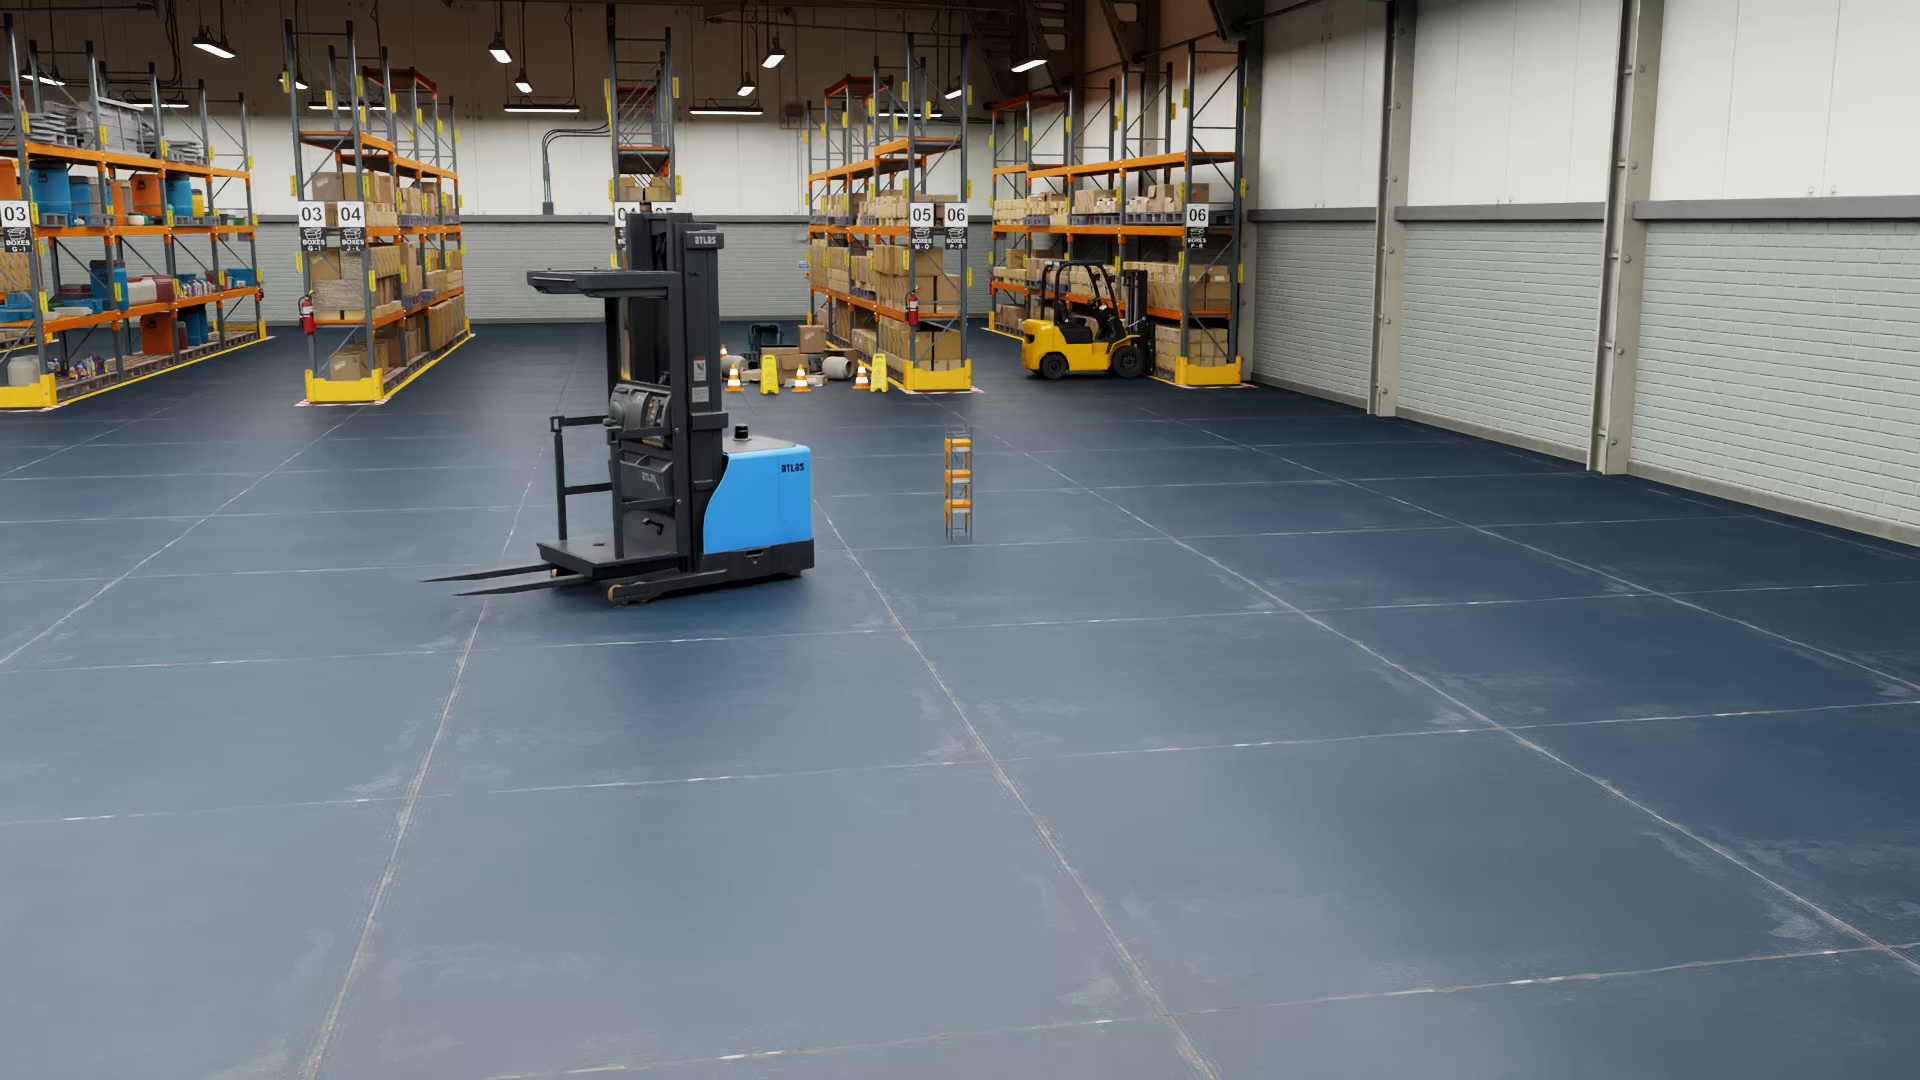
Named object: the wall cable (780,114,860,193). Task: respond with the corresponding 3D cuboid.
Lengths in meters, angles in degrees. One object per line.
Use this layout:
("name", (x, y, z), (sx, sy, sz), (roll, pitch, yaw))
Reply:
("wall cable", (-4.138, -11.072, 49.354), (2.355, 3.000, 0.029), (-2, 11, -11))

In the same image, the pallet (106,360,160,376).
("pallet", (-16.170, -3.320, 32.131), (1.003, 0.211, 1.213), (-2, 11, -11))

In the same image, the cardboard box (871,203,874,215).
("cardboard box", (-1.508, -6.665, 33.501), (0.500, 0.250, 0.500), (-2, 11, -10))

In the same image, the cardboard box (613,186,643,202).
("cardboard box", (-5.586, -5.813, 27.961), (0.500, 0.250, 0.500), (-2, 11, -10))

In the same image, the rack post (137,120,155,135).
("rack post", (-16.764, -8.397, 33.920), (0.624, 0.289, 0.986), (-2, 11, -11))

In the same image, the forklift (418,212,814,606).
("forklift", (-2.673, -1.048, 12.917), (3.031, 2.935, 1.130), (-8, 14, -37))

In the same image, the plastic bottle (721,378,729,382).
("plastic bottle", (-4.249, -2.943, 30.551), (0.283, 0.061, 0.133), (-6, 13, -31))

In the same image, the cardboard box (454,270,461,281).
("cardboard box", (-12.761, -6.605, 41.534), (0.500, 0.250, 0.500), (-2, 11, -12))

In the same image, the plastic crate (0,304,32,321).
("plastic crate", (-15.472, -3.717, 27.155), (0.499, 0.251, 0.408), (-2, 11, -11))

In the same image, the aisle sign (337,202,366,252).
("aisle sign", (-9.796, -5.047, 26.789), (0.394, 0.787, 0.004), (-2, 11, -11))

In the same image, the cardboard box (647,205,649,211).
("cardboard box", (-6.013, -6.537, 32.834), (0.380, 0.149, 0.250), (-2, 11, -11))

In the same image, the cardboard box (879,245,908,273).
("cardboard box", (-1.137, -5.274, 31.201), (0.700, 0.500, 0.500), (-2, 11, -12))

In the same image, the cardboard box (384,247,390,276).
("cardboard box", (-10.234, -4.842, 28.932), (0.500, 0.500, 0.500), (-2, 11, -11))

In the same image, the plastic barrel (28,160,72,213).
("plastic barrel", (-15.650, -6.063, 28.597), (0.600, 0.901, 0.708), (-2, 11, -11))

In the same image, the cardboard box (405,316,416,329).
("cardboard box", (-11.498, -4.472, 34.226), (0.500, 0.250, 0.500), (-2, 11, -9))

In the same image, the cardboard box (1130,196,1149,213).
("cardboard box", (3.632, -6.569, 32.566), (0.500, 0.311, 0.500), (-2, 11, -10))

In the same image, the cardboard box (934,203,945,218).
("cardboard box", (-0.218, -5.778, 29.170), (0.500, 0.250, 0.500), (-2, 11, -12))

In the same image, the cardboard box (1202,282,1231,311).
("cardboard box", (4.663, -4.462, 30.401), (0.500, 0.500, 0.500), (-2, 11, -9))

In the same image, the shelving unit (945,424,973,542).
("shelving unit", (-0.010, -0.526, 15.203), (0.215, 1.050, 0.252), (-2, 11, -11))

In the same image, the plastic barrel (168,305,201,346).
("plastic barrel", (-17.067, -4.736, 36.599), (0.600, 0.901, 0.708), (-2, 11, -11))

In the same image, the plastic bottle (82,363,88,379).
("plastic bottle", (-15.133, -2.928, 28.731), (0.097, 0.271, 0.097), (0, 11, 0))

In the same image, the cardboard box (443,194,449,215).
("cardboard box", (-12.710, -8.090, 40.052), (0.700, 0.500, 0.500), (-2, 11, -9))

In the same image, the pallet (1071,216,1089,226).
("pallet", (3.151, -7.038, 36.690), (1.213, 0.211, 1.003), (-2, 11, -8))

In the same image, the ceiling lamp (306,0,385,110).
("ceiling lamp", (-16.124, -12.923, 43.467), (2.000, 3.185, 0.800), (-2, 11, -11))

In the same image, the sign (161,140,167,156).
("sign", (-15.978, -7.867, 33.379), (0.100, 0.325, 0.005), (-2, 11, -11))

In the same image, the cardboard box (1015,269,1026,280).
("cardboard box", (1.703, -6.761, 42.354), (0.500, 0.250, 0.500), (-2, 11, -11))

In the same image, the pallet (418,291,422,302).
("pallet", (-11.233, -4.781, 32.862), (1.003, 0.211, 1.213), (-2, 11, -11))

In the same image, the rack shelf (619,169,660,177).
("rack shelf", (-7.162, -8.163, 37.065), (1.077, 0.370, 4.000), (-2, 11, -11))

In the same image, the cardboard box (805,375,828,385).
("cardboard box", (-2.617, -2.897, 30.071), (0.380, 0.149, 0.250), (4, 11, 18))

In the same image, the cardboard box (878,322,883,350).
("cardboard box", (-1.309, -3.970, 32.310), (0.500, 0.500, 0.500), (-2, 11, -8))

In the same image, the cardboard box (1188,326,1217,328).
("cardboard box", (4.478, -3.845, 30.985), (0.500, 0.250, 0.500), (-2, 11, -11))

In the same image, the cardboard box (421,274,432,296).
("cardboard box", (-11.486, -5.385, 35.255), (0.500, 0.500, 0.500), (-2, 11, -9))

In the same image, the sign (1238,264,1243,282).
("sign", (5.032, -4.795, 29.892), (0.100, 0.325, 0.005), (-2, 11, -11))

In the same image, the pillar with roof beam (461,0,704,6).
("pillar with roof beam", (-10.332, -14.546, 44.344), (6.894, 0.400, 0.400), (-2, 11, -11))

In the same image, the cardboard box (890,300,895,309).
("cardboard box", (-1.097, -4.391, 30.970), (0.380, 0.149, 0.250), (-2, 11, -11))

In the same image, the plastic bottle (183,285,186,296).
("plastic bottle", (-16.440, -5.259, 35.202), (0.097, 0.271, 0.097), (0, 11, 0))

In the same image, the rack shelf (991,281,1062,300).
("rack shelf", (1.764, -6.526, 43.438), (1.077, 0.370, 4.000), (-2, 11, -11))

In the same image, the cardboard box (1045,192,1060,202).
("cardboard box", (2.280, -8.414, 40.790), (0.396, 0.266, 0.258), (-2, 11, -12))

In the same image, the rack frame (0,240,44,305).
("rack frame", (-22.932, -6.345, 40.564), (1.000, 3.000, 0.127), (-2, 11, -11))

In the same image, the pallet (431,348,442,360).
("pallet", (-11.737, -4.015, 35.779), (1.003, 0.211, 1.213), (-2, 11, -11))

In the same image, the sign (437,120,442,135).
("sign", (-11.906, -9.438, 38.058), (0.100, 0.325, 0.005), (-2, 11, -11))

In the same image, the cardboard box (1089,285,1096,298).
("cardboard box", (3.077, -5.333, 35.648), (0.500, 0.250, 0.500), (-2, 11, -9))

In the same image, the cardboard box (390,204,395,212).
("cardboard box", (-10.533, -6.050, 30.328), (0.380, 0.149, 0.250), (-2, 11, -9))

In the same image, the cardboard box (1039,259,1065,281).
("cardboard box", (2.281, -6.432, 39.631), (0.700, 0.500, 0.500), (-2, 11, -11))

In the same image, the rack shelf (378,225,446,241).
("rack shelf", (-12.047, -6.724, 36.458), (1.077, 0.370, 4.000), (-2, 11, -11))

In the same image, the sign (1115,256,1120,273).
("sign", (3.179, -5.554, 33.521), (0.100, 0.325, 0.005), (-2, 11, -11))

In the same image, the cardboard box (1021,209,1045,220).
("cardboard box", (1.813, -8.138, 41.566), (0.500, 0.250, 0.500), (-2, 11, -11))

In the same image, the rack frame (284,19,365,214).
("rack frame", (-10.102, -6.717, 26.474), (1.000, 3.000, 0.127), (-2, 11, -11))

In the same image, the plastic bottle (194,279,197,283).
("plastic bottle", (-16.936, -5.605, 36.806), (0.144, 0.351, 0.185), (-2, 11, -11))

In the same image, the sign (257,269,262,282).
("sign", (-17.536, -6.628, 41.612), (0.100, 0.325, 0.005), (-2, 11, -11))

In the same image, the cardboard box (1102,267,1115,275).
("cardboard box", (3.180, -5.604, 34.671), (0.380, 0.149, 0.250), (-2, 11, -13))

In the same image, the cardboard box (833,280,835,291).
("cardboard box", (-2.702, -5.978, 39.036), (0.500, 0.250, 0.500), (-2, 11, -11))

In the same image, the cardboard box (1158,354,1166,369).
("cardboard box", (3.998, -3.333, 30.972), (0.500, 0.250, 0.500), (-2, 11, -11))

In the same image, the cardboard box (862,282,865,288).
("cardboard box", (-1.870, -5.417, 35.235), (0.380, 0.149, 0.250), (-1, 11, -8))
